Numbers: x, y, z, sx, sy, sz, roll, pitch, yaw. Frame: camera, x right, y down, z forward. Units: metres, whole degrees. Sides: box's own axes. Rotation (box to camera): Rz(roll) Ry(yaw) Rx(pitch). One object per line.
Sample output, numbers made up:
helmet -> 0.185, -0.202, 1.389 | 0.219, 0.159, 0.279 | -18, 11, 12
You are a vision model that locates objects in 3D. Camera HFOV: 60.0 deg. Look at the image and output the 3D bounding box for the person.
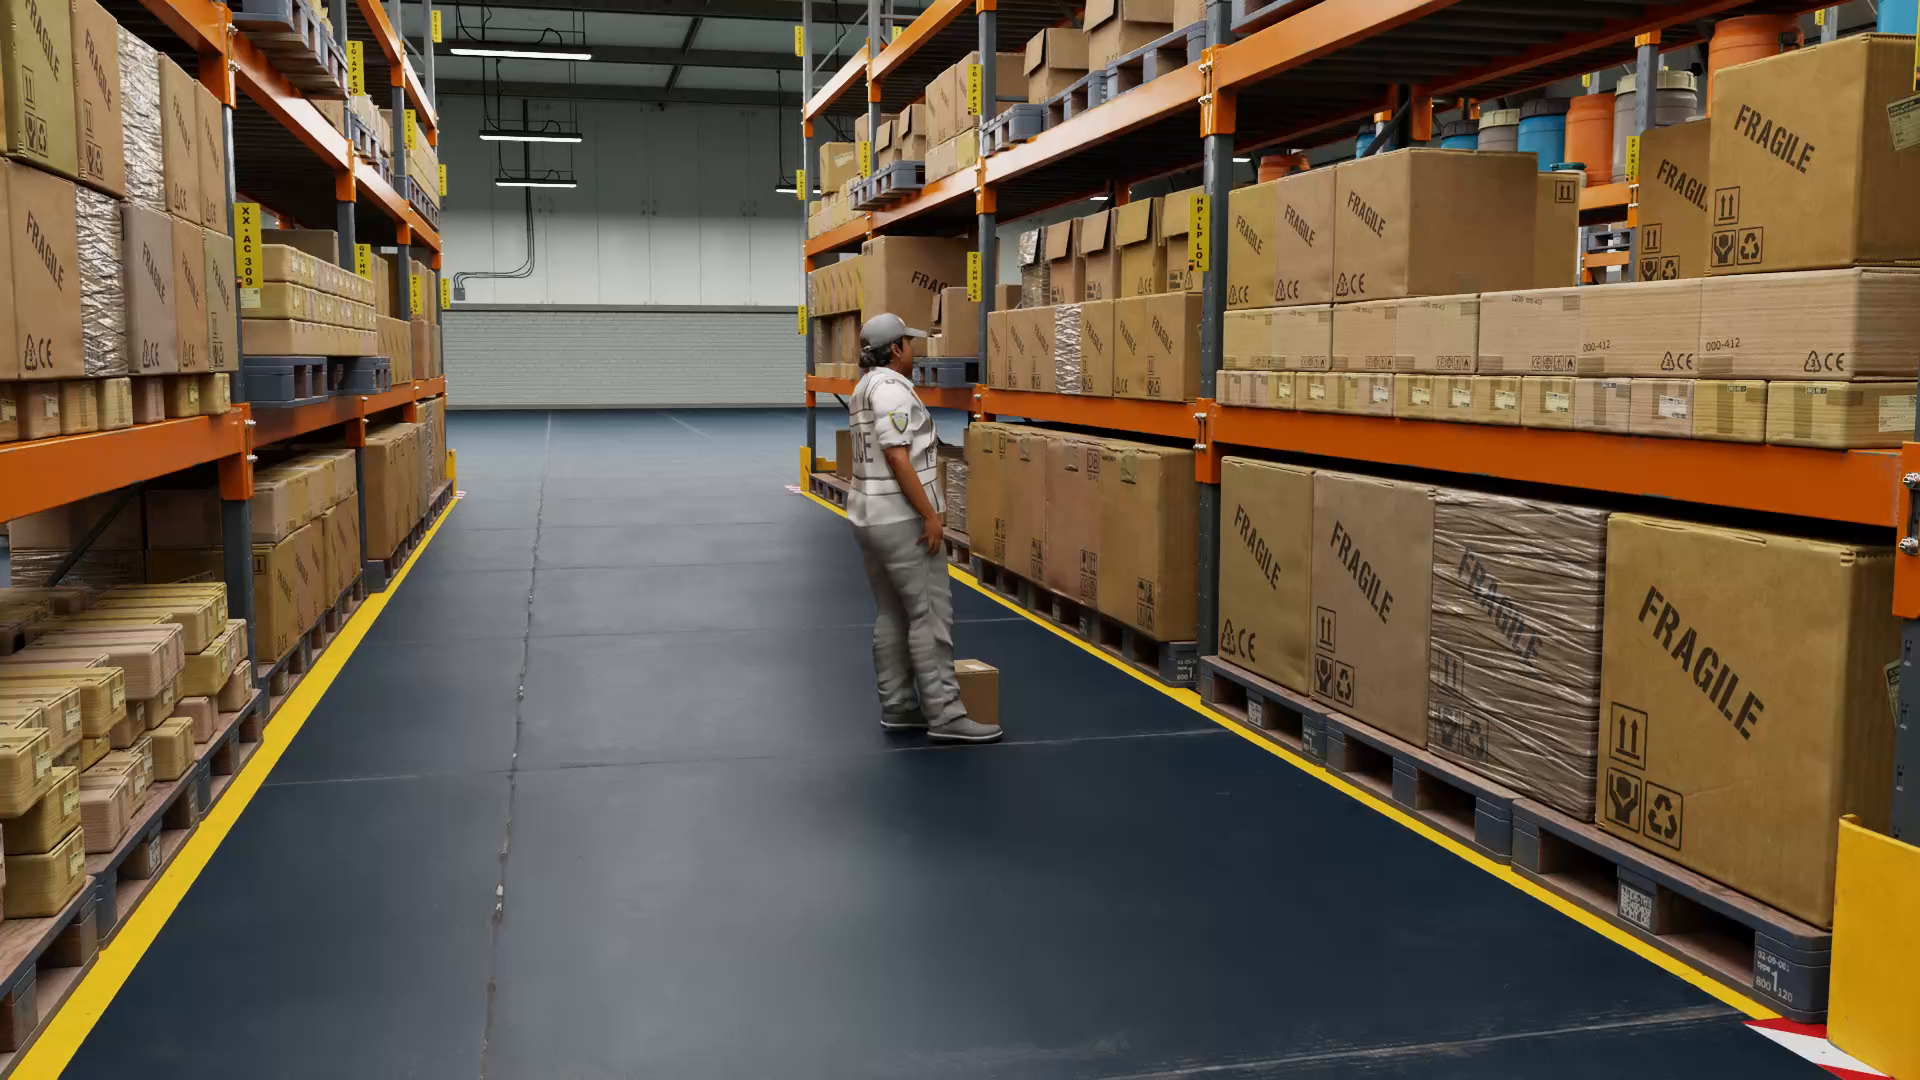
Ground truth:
person -> -0.165, -0.061, 6.625 | 0.529, 1.670, 0.598 | -2, 7, -20
